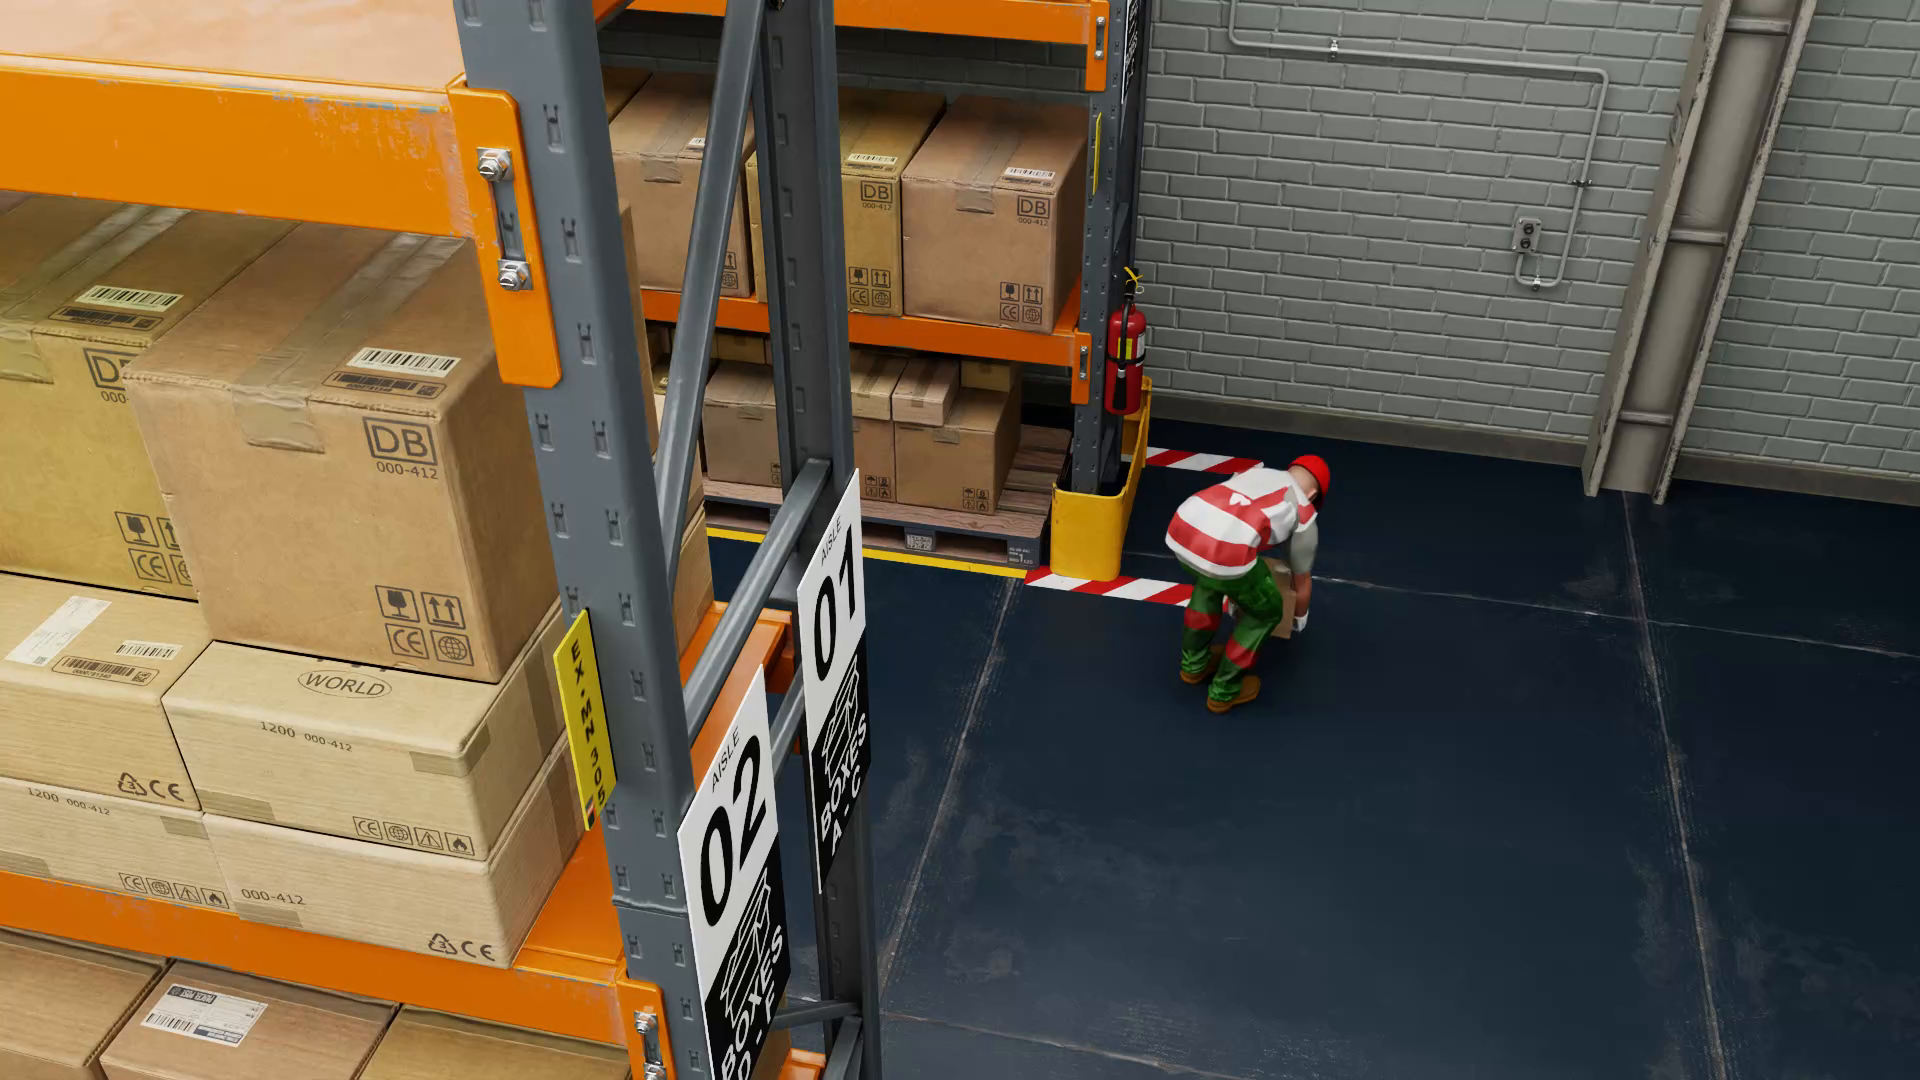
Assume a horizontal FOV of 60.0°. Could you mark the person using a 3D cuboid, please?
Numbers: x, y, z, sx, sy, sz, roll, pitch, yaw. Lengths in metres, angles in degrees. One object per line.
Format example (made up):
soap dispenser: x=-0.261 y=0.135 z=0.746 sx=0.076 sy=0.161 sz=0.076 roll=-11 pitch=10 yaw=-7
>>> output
person: x=1.301 y=0.148 z=7.344 sx=0.961 sy=1.073 sz=0.503 roll=-28 pitch=45 yaw=-33
